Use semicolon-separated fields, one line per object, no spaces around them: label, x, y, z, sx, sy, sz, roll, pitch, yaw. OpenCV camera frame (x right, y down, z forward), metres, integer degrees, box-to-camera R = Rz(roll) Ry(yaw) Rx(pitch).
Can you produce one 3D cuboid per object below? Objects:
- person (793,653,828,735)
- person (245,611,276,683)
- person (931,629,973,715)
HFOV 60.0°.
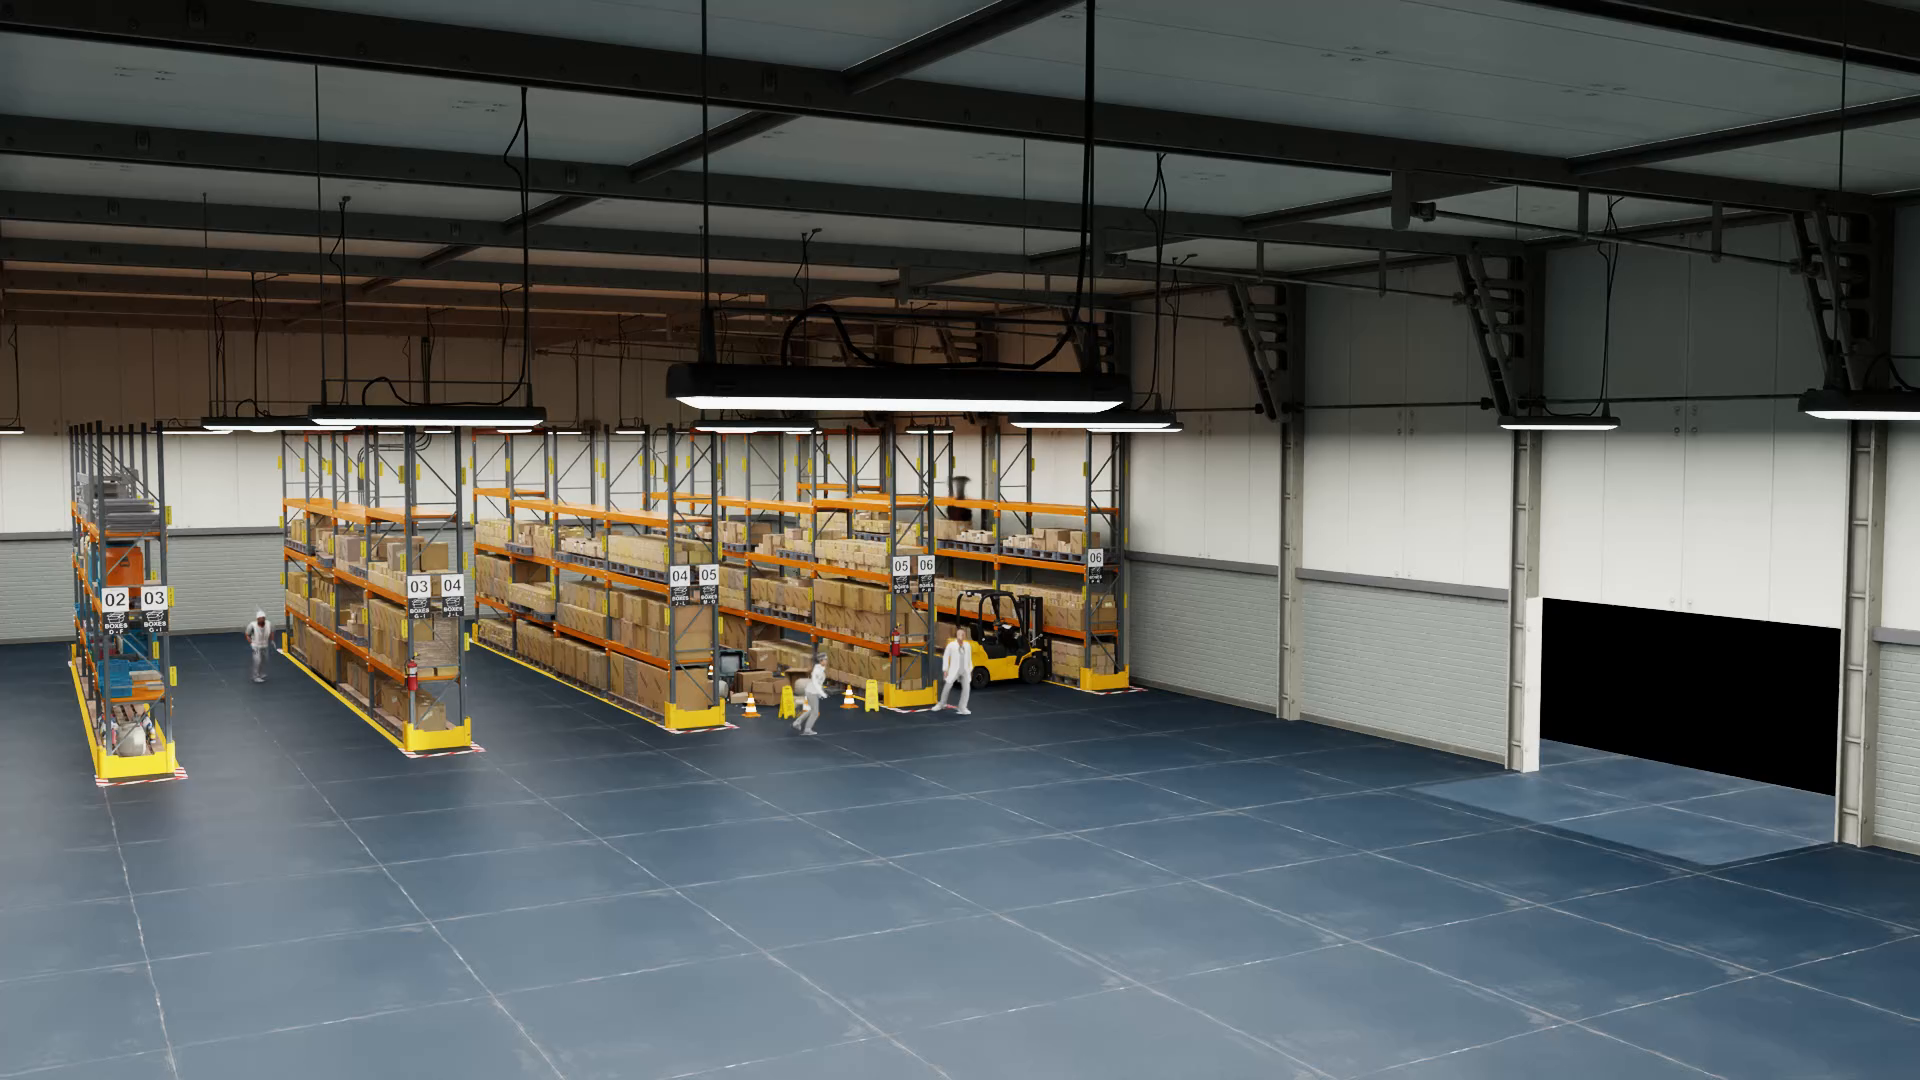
person;-2.864;2.951;31.898;0.701;1.601;0.576;0;4;0
person;-16.371;2.484;38.813;0.869;1.689;0.672;3;5;39
person;-0.124;2.733;34.366;0.834;1.724;0.707;-1;4;-21
